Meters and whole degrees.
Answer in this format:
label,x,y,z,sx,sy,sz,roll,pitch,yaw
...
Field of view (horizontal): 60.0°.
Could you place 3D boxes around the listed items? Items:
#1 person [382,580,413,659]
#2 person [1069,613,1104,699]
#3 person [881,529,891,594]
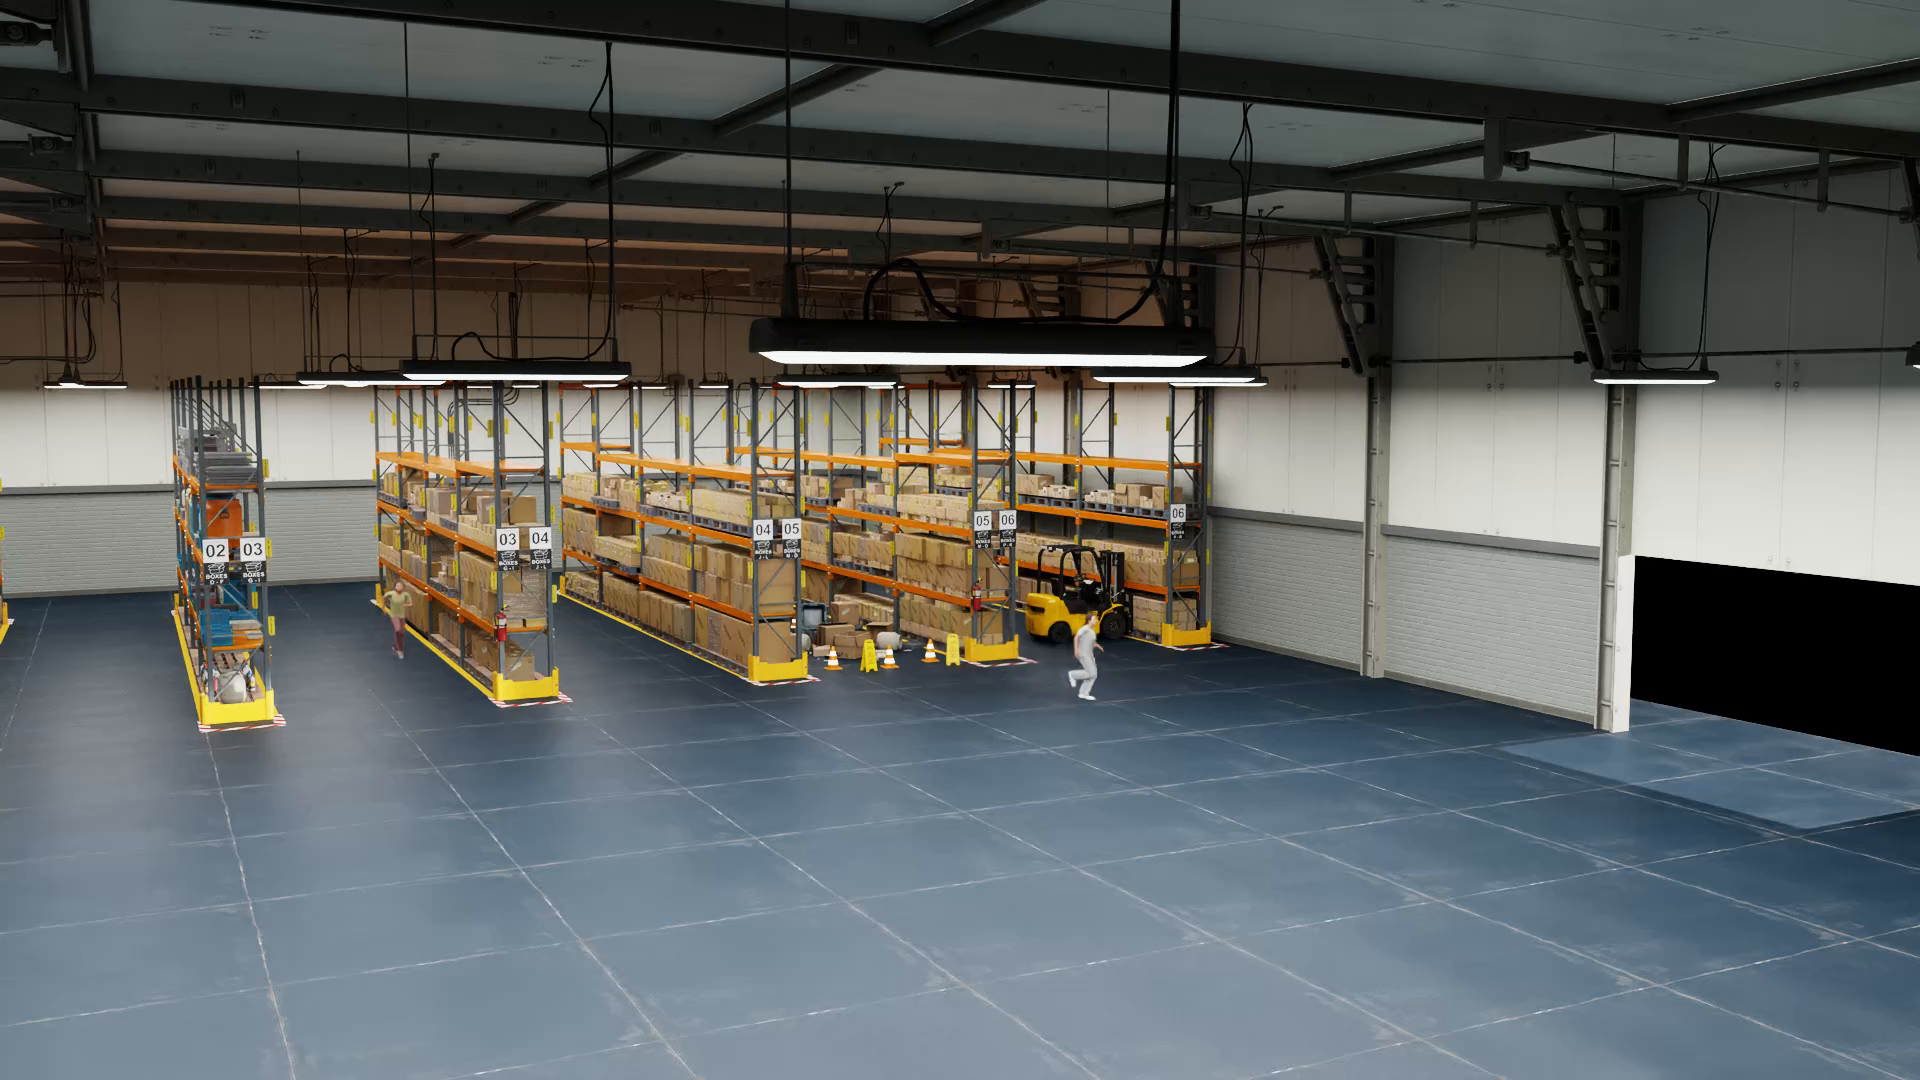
label,x,y,z,sx,sy,sz,roll,pitch,yaw
person,-12.144,1.703,35.944,0.599,1.695,0.819,-3,6,-29
person,2.355,2.172,31.097,0.661,1.620,0.600,3,6,29
person,-2.056,0.569,44.991,0.705,1.758,0.644,-3,6,-28
